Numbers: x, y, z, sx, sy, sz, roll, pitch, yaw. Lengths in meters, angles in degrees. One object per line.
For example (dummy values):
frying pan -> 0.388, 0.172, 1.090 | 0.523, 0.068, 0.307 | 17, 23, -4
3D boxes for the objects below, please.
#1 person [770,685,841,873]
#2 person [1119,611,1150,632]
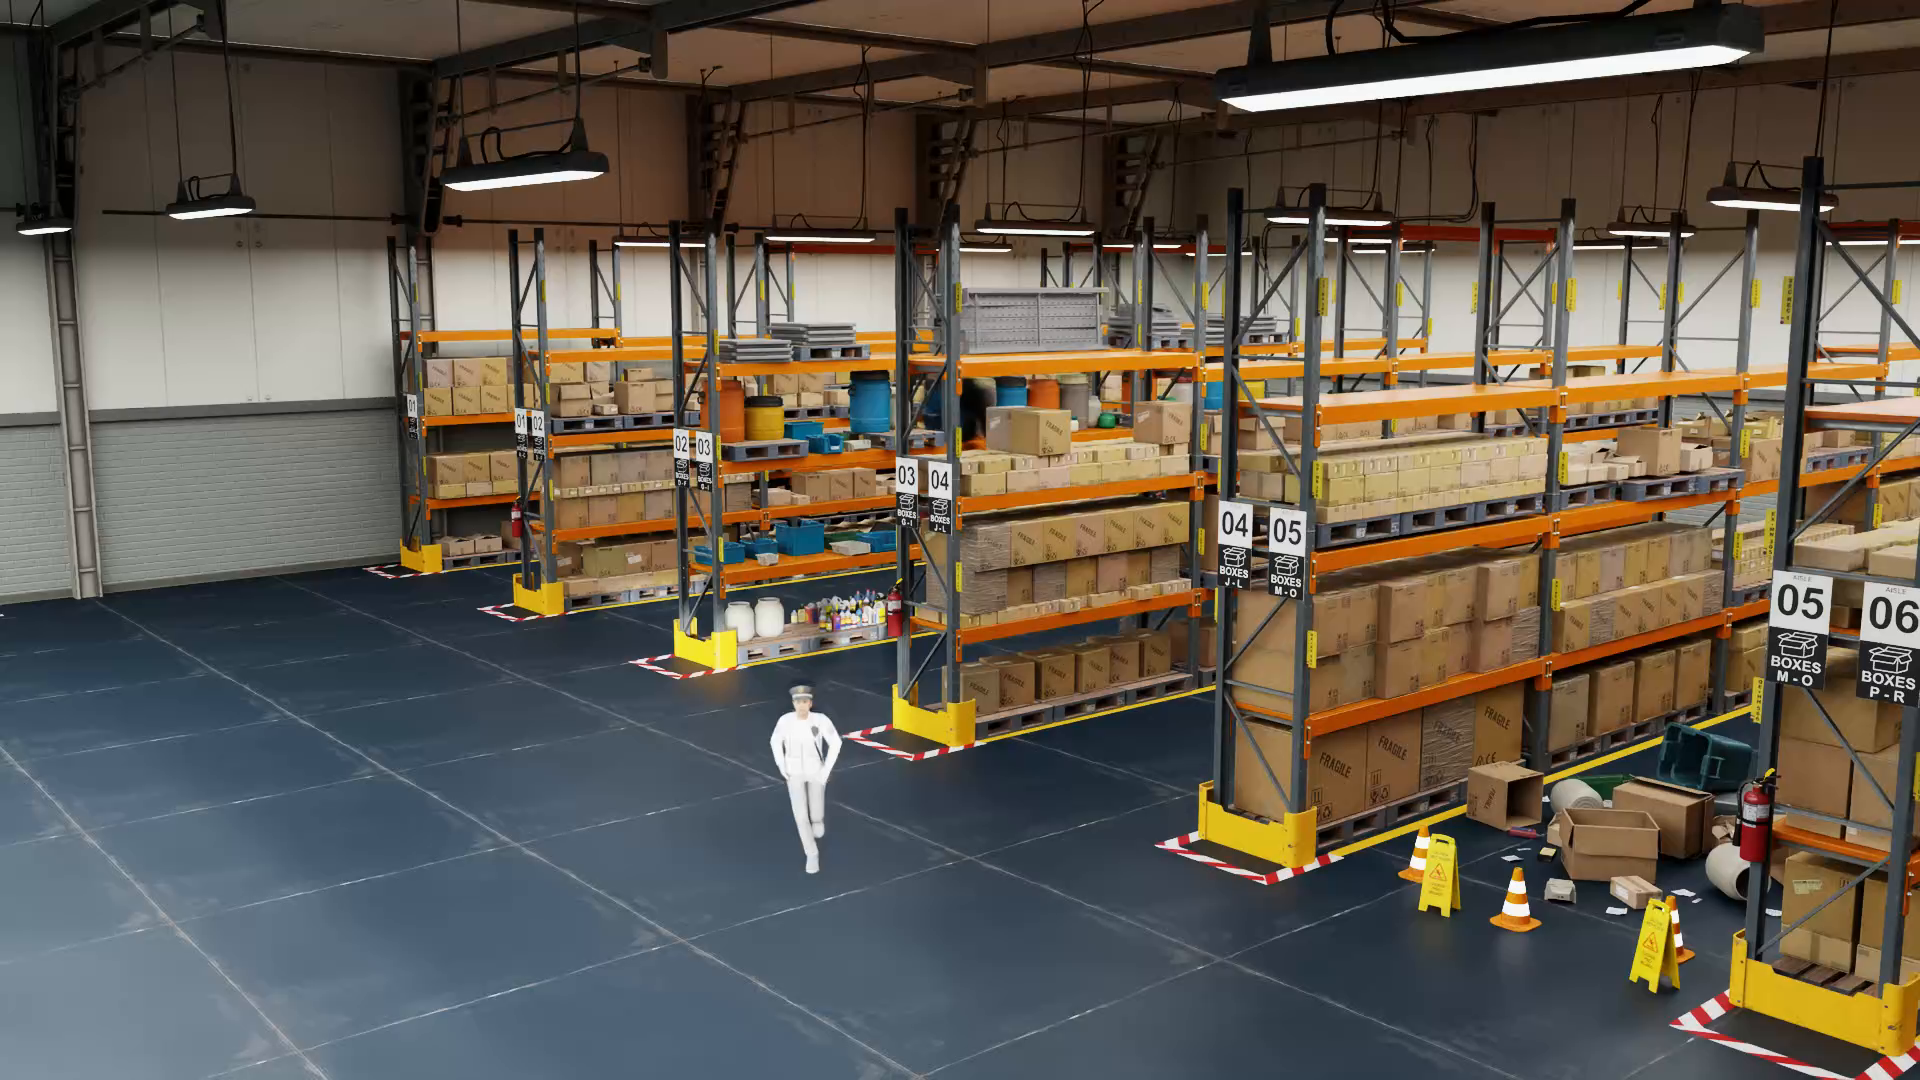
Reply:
person -> -1.384, 2.086, 14.932 | 0.642, 1.662, 0.668 | 0, 9, 2
person -> 2.374, 0.437, 23.346 | 0.686, 1.842, 0.664 | -8, 12, -44
